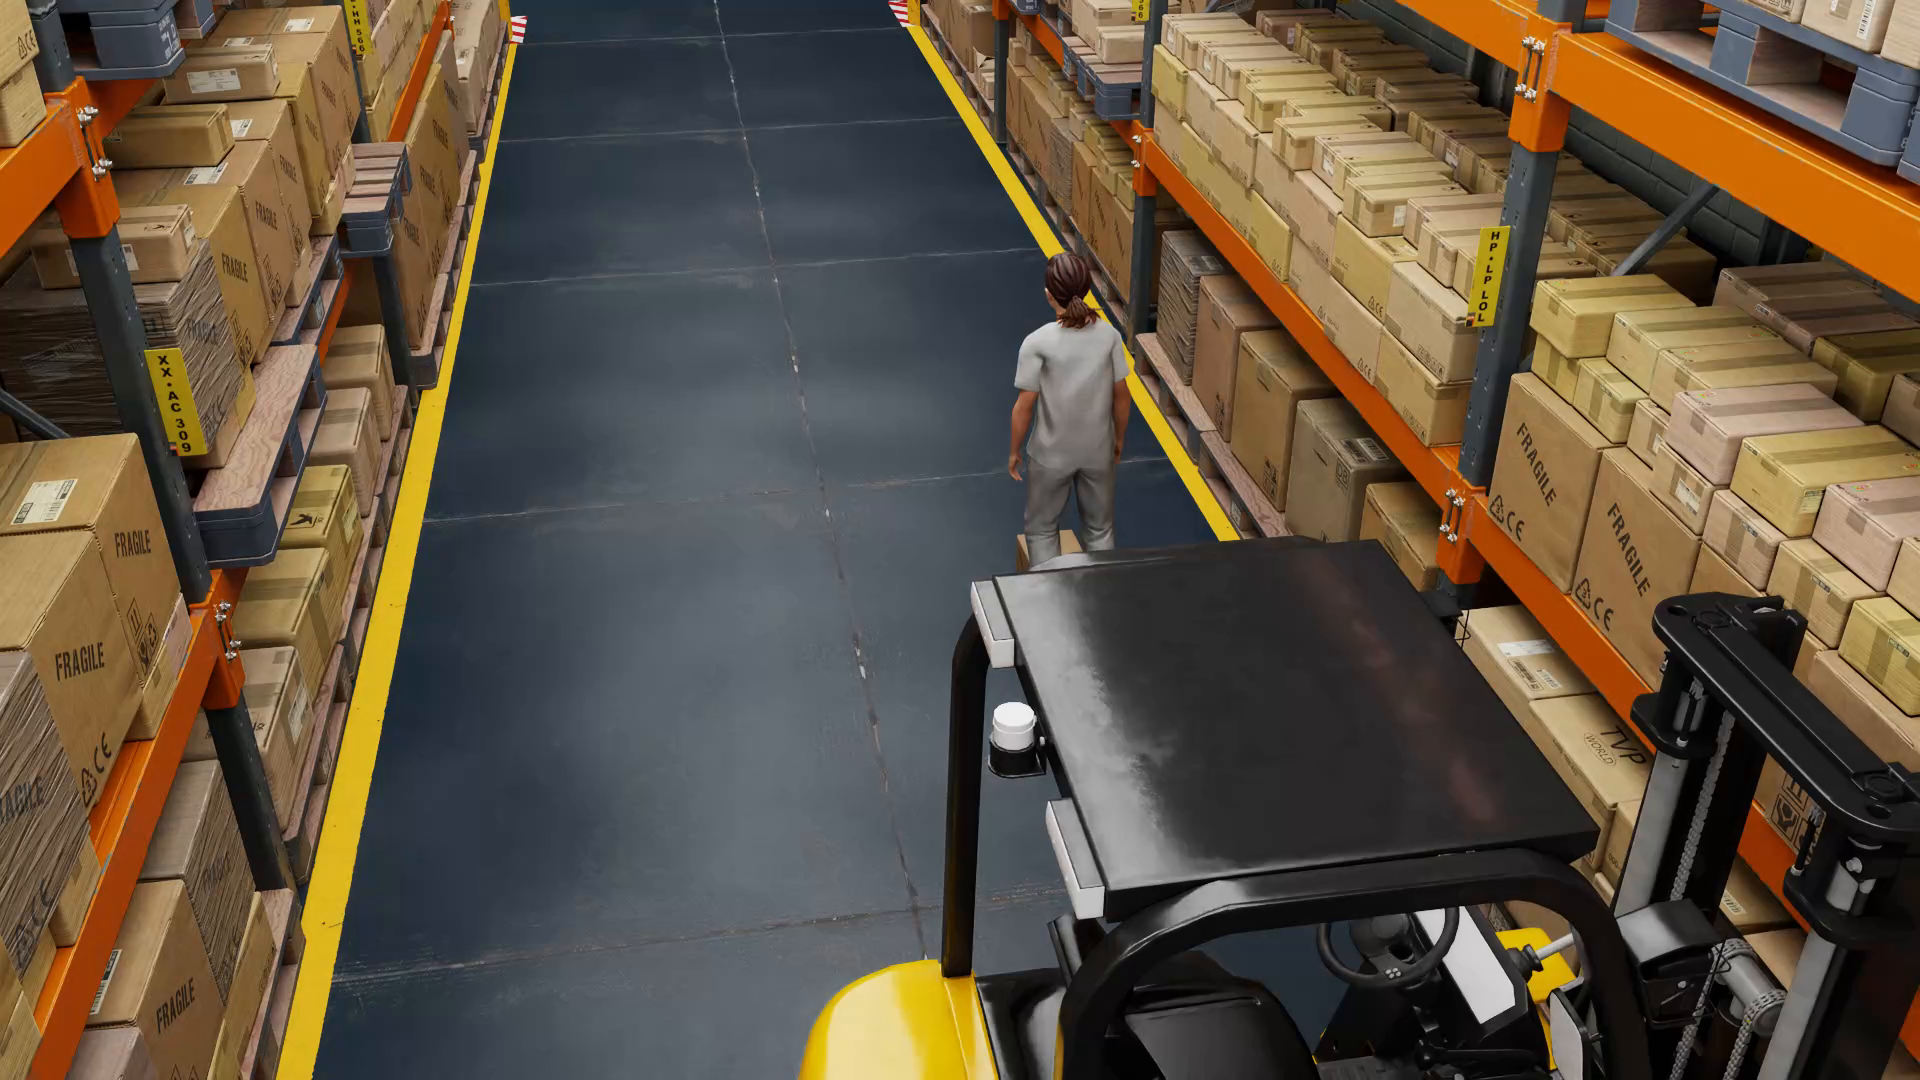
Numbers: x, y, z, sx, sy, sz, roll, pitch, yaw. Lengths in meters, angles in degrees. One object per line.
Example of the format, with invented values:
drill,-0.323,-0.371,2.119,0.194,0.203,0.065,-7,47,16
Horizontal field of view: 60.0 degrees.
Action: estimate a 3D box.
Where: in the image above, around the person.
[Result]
person,0.447,-0.352,6.724,0.511,1.673,0.350,-7,31,-11
